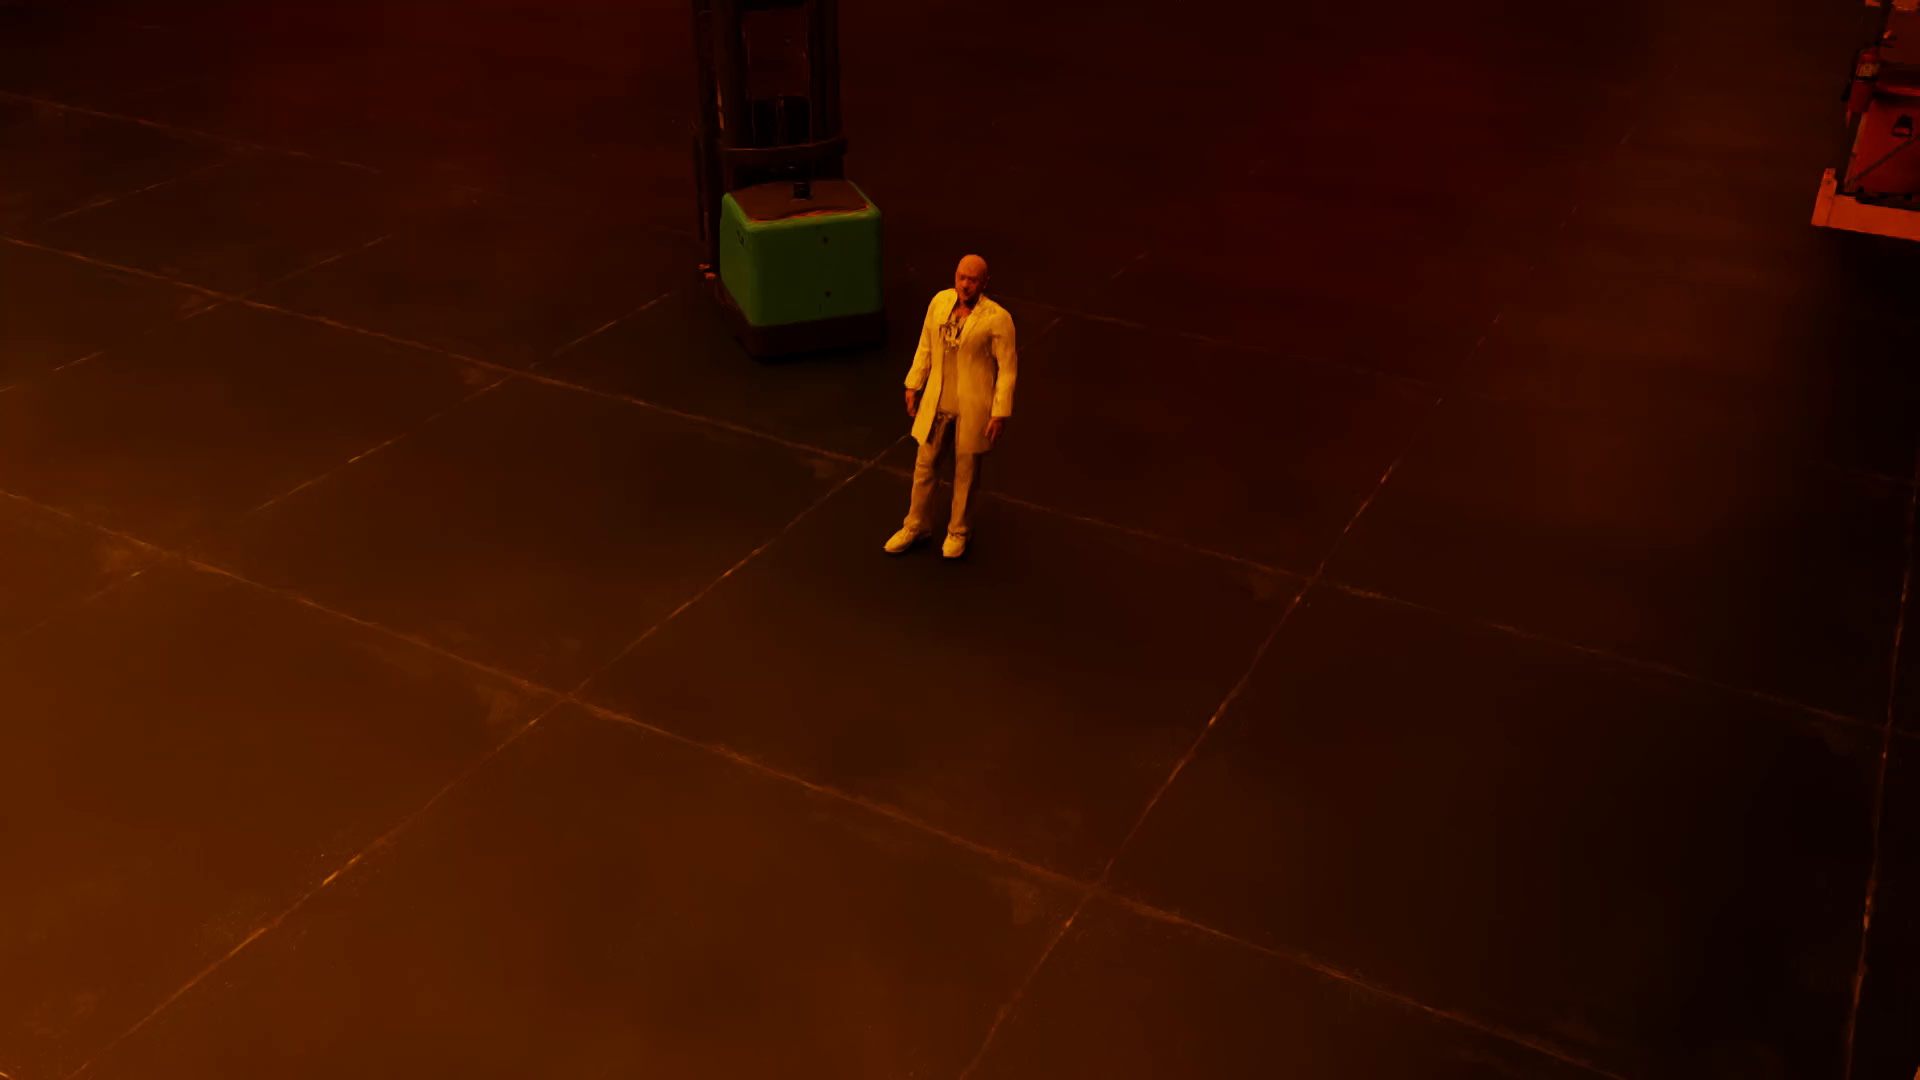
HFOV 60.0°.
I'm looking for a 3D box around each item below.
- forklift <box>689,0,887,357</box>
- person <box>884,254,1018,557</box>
[{"bbox_3d":[-1.527,-3.333,12.846,1.130,2.935,3.031,-10,32,-17],"label":"forklift"},{"bbox_3d":[-0.048,-0.737,9.488,0.694,1.776,0.579,15,33,25],"label":"person"}]
